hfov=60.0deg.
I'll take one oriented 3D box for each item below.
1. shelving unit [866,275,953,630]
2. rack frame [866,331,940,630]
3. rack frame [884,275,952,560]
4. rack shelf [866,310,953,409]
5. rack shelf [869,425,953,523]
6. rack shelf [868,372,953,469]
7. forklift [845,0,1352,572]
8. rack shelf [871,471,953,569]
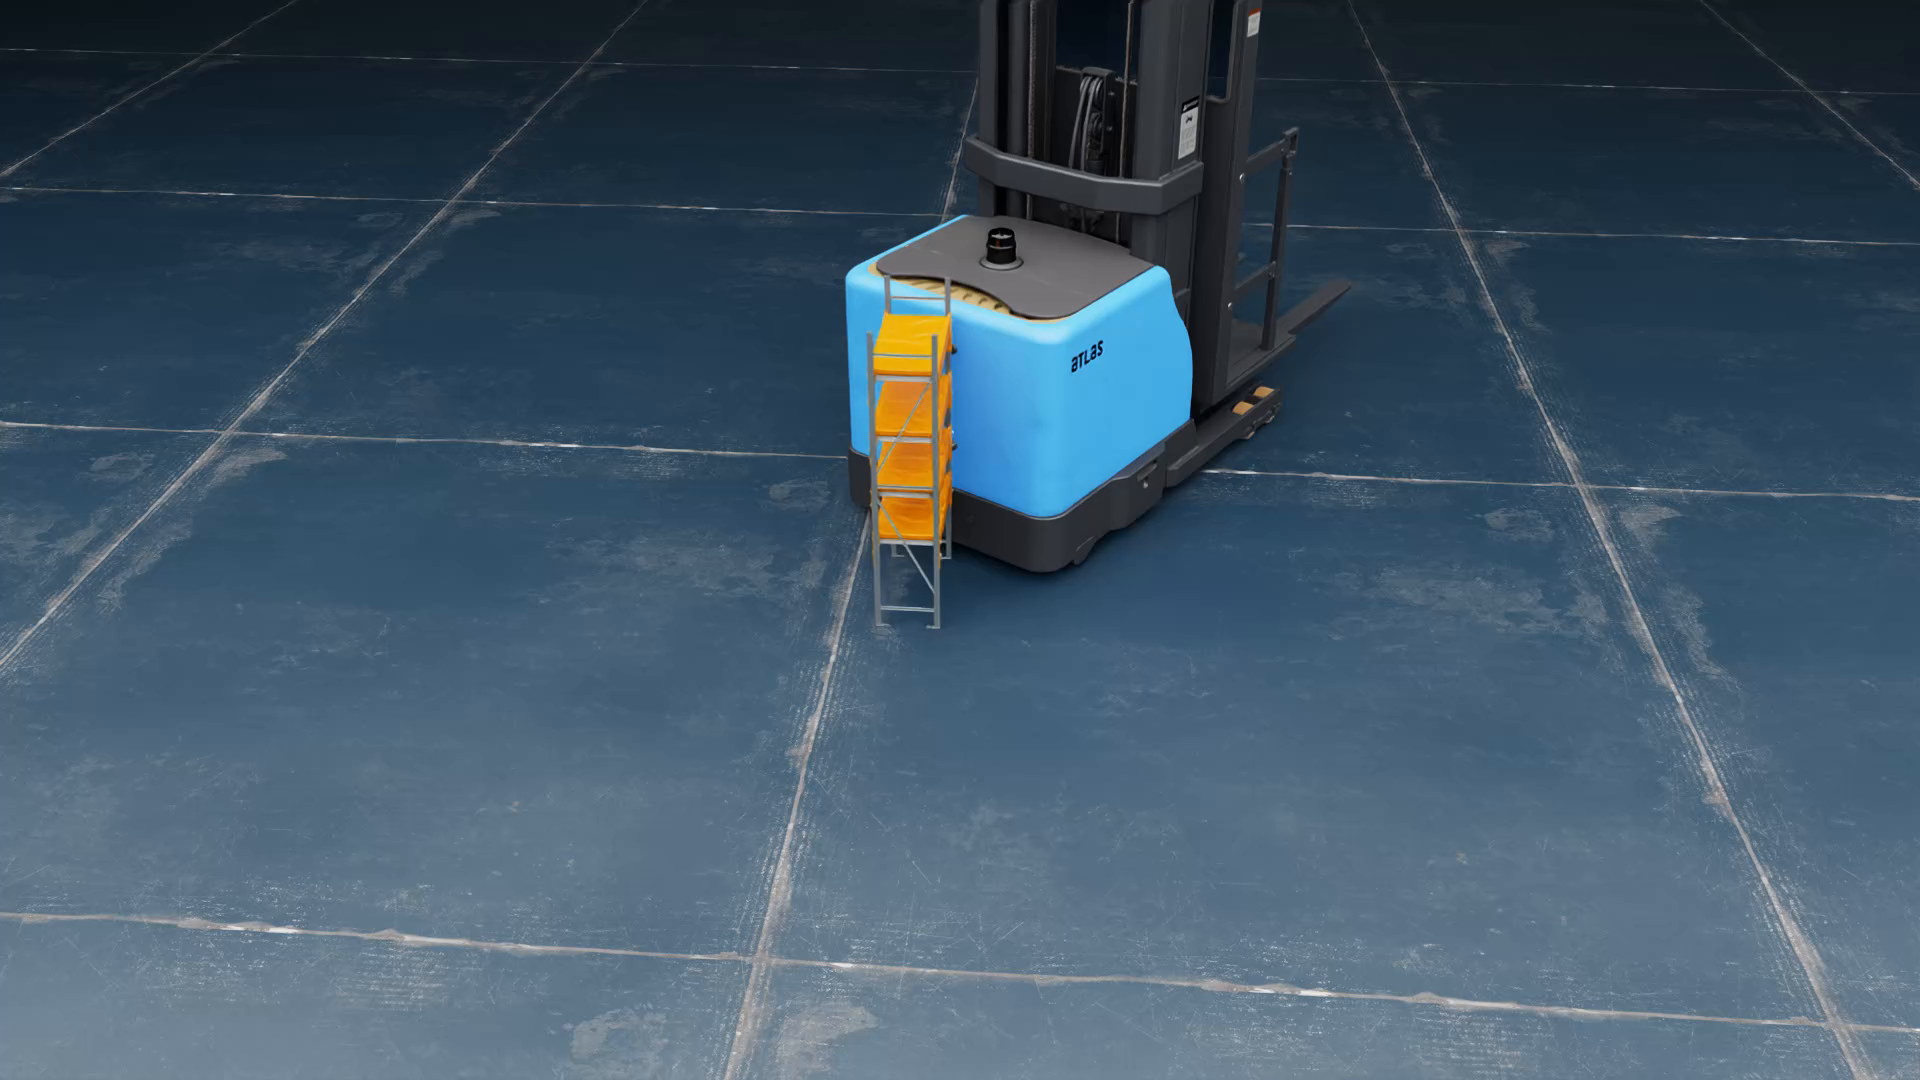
[{"bbox_3d":[-0.174,-0.312,6.112,0.258,1.200,0.503,3,32,4],"label":"shelving unit"},{"bbox_3d":[-0.195,-0.184,5.905,0.240,1.200,0.015,3,32,4],"label":"rack frame"},{"bbox_3d":[-0.154,-0.439,6.319,0.240,1.200,0.015,3,32,4],"label":"rack frame"},{"bbox_3d":[-0.174,-0.646,5.906,0.258,0.148,0.480,3,32,4],"label":"rack shelf"},{"bbox_3d":[-0.174,-0.254,6.147,0.258,0.148,0.480,3,32,4],"label":"rack shelf"},{"bbox_3d":[-0.174,-0.445,6.030,0.258,0.148,0.480,3,32,4],"label":"rack shelf"},{"bbox_3d":[0.824,-1.840,6.942,1.130,2.935,3.031,21,38,31],"label":"forklift"},{"bbox_3d":[-0.174,-0.085,6.252,0.258,0.148,0.480,3,32,4],"label":"rack shelf"}]
